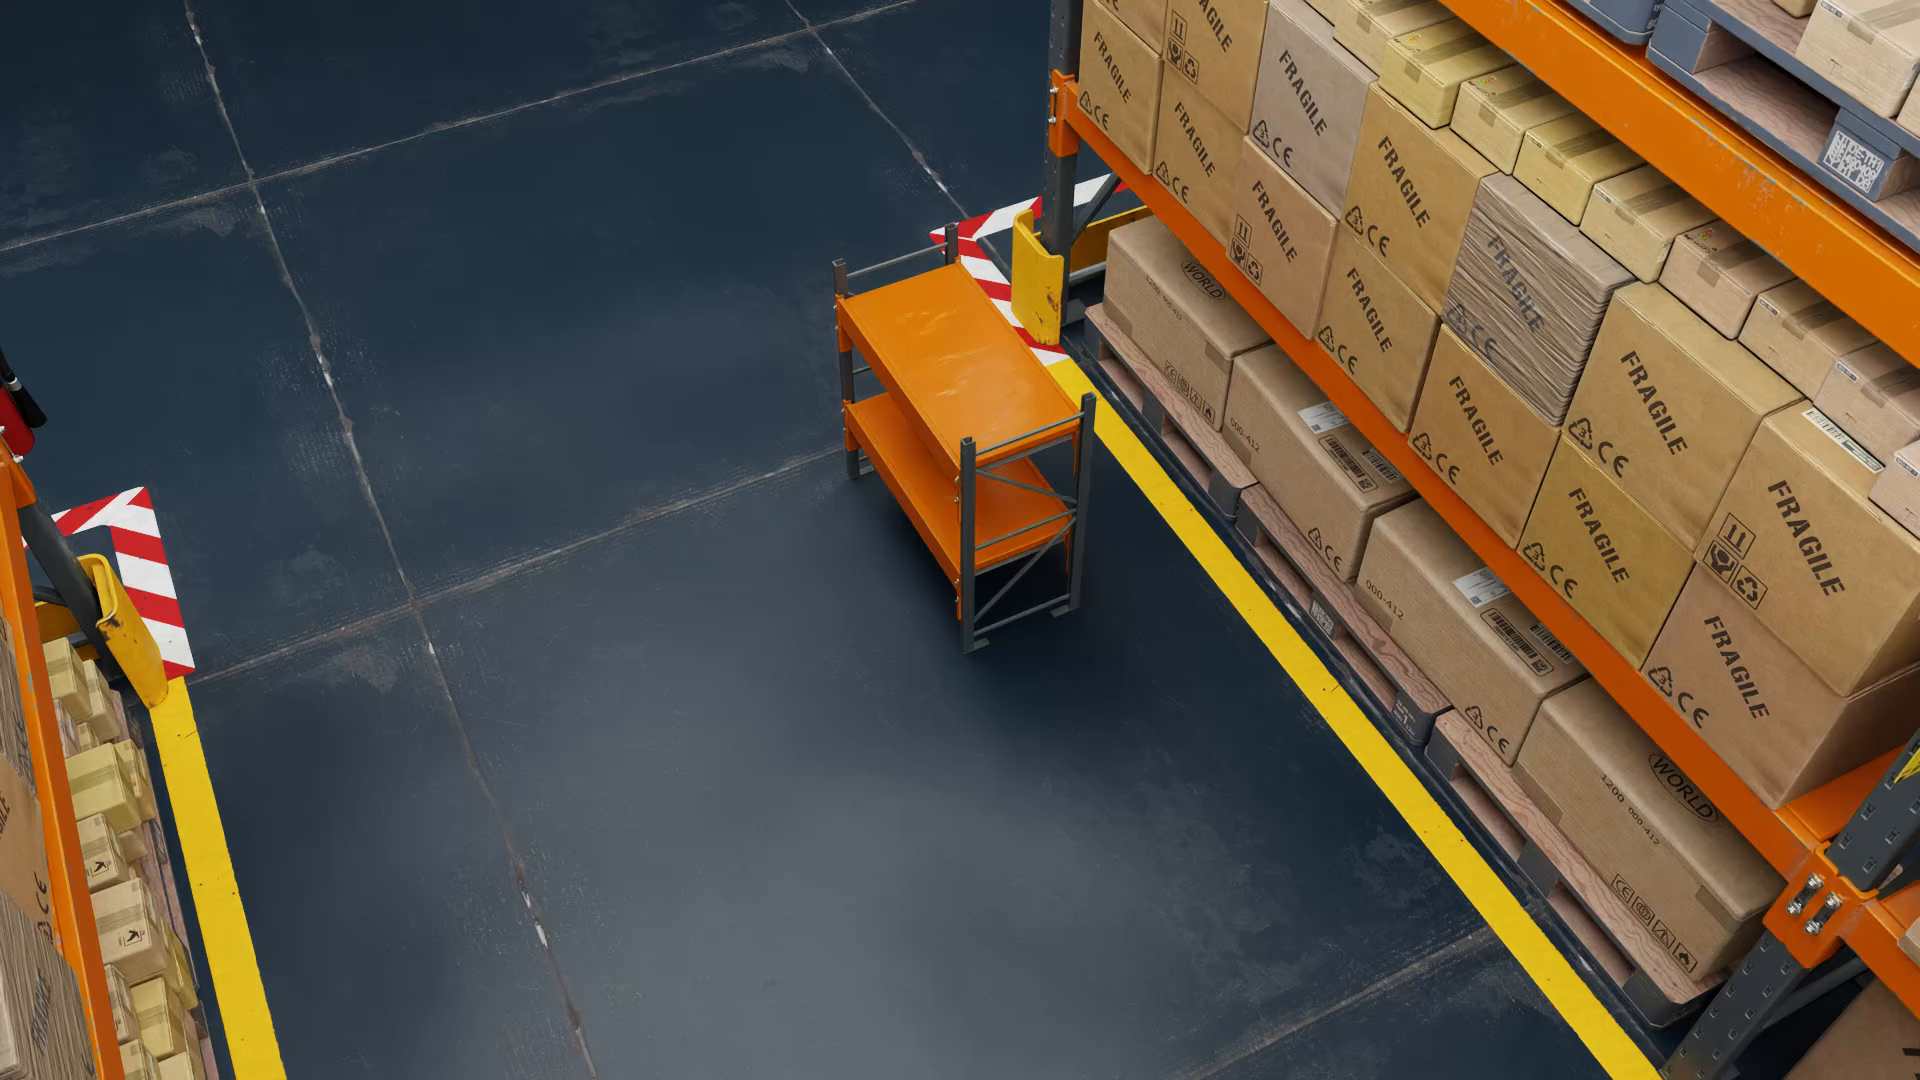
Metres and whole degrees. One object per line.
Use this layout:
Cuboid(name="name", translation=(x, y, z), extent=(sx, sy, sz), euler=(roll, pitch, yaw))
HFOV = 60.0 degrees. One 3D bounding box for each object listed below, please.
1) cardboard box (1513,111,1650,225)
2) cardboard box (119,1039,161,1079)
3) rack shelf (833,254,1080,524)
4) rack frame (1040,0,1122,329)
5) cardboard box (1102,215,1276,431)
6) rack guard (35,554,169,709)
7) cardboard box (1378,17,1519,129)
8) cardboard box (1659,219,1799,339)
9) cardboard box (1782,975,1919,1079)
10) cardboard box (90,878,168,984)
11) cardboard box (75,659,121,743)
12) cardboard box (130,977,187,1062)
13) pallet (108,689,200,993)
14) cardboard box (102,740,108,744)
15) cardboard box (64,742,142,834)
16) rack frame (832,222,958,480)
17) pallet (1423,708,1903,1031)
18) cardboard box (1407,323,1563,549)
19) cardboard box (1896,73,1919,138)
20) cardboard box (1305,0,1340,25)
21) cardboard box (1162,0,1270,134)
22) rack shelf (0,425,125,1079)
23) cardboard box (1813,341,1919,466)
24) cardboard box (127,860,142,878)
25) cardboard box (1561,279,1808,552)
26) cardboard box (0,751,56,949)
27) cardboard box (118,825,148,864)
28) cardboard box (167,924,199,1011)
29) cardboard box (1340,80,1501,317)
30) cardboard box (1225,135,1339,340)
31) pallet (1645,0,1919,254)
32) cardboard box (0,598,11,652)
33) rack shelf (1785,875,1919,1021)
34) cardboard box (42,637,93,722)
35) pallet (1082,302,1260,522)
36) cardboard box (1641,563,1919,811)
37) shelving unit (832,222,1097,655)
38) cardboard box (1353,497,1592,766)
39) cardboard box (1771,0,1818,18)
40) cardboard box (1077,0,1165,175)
Cuboid(name="cardboard box", translation=(1.695, -1.005, 4.368), extent=(0.380, 0.149, 0.250), euler=(-22, 52, -18))
Cuboid(name="cardboard box", translation=(-2.373, 1.564, 4.501), extent=(0.380, 0.149, 0.250), euler=(-21, 52, -17))
Cuboid(name="rack shelf", translation=(-0.003, -0.568, 6.003), extent=(0.538, 0.278, 1.000), euler=(-21, 52, -18))
Cuboid(name="rack frame", translation=(0.817, -2.133, 6.516), extent=(1.000, 3.000, 0.127), euler=(-21, 52, -18))
Cuboid(name="cardboard box", translation=(1.208, -1.021, 6.966), extent=(0.875, 0.438, 0.875), euler=(-23, 53, -19))
Cuboid(name="rack guard", translation=(-3.503, 0.513, 5.862), extent=(1.175, 0.500, 0.348), euler=(-21, 52, -18))
Cuboid(name="cardboard box", translation=(1.406, -1.323, 4.646), extent=(0.380, 0.149, 0.250), euler=(-22, 52, -18))
Cuboid(name="cardboard box", translation=(1.962, -0.675, 4.079), extent=(0.380, 0.149, 0.250), euler=(-22, 52, -18))
Cuboid(name="cardboard box", translation=(3.003, 1.493, 4.477), extent=(0.875, 0.875, 0.875), euler=(-20, 52, -16))
Cuboid(name="cardboard box", translation=(-2.540, 1.184, 4.834), extent=(0.380, 0.149, 0.250), euler=(-19, 52, -16))
Cuboid(name="cardboard box", translation=(-3.043, 0.597, 5.545), extent=(0.380, 0.149, 0.250), euler=(-22, 53, -18))
Cuboid(name="cardboard box", translation=(-2.454, 1.464, 4.787), extent=(0.380, 0.149, 0.250), euler=(-19, 51, -16))
Cuboid(name="pallet", translation=(-3.163, 1.164, 5.484), extent=(1.003, 0.211, 1.213), euler=(-21, 52, -18))
Cuboid(name="cardboard box", translation=(-3.111, 0.720, 5.635), extent=(0.380, 0.149, 0.250), euler=(-20, 52, -17))
Cuboid(name="cardboard box", translation=(-2.775, 0.829, 5.145), extent=(0.380, 0.149, 0.250), euler=(-22, 52, -18))
Cuboid(name="rack frame", translation=(-0.236, -0.715, 6.521), extent=(0.500, 1.125, 0.032), euler=(-21, 52, -18))
Cuboid(name="pallet", translation=(2.369, 0.926, 5.692), extent=(1.003, 0.211, 1.213), euler=(-21, 52, -18))
Cuboid(name="cardboard box", translation=(1.725, -0.385, 4.920), extent=(0.500, 0.500, 0.500), euler=(-22, 52, -18))
Cuboid(name="cardboard box", translation=(2.071, -0.888, 3.177), extent=(0.396, 0.266, 0.258), euler=(-20, 52, -16))
Cuboid(name="cardboard box", translation=(1.237, -1.684, 4.961), extent=(0.380, 0.149, 0.250), euler=(-21, 52, -17))
Cuboid(name="cardboard box", translation=(1.026, -1.732, 5.434), extent=(0.500, 0.500, 0.500), euler=(-22, 53, -18))
Cuboid(name="rack shelf", translation=(-2.623, 1.215, 4.065), extent=(1.077, 0.370, 4.000), euler=(-21, 52, -18))
Cuboid(name="cardboard box", translation=(2.200, -0.342, 3.787), extent=(0.380, 0.149, 0.250), euler=(-20, 52, -17))
Cuboid(name="cardboard box", translation=(-2.859, 1.064, 5.334), extent=(0.380, 0.149, 0.250), euler=(-21, 52, -18))
Cuboid(name="cardboard box", translation=(1.961, -0.381, 4.253), extent=(0.500, 0.500, 0.500), euler=(-22, 52, -18))
Cuboid(name="cardboard box", translation=(-2.413, 0.741, 3.738), extent=(0.500, 0.500, 0.500), euler=(-19, 51, -16))
Cuboid(name="cardboard box", translation=(-2.803, 0.944, 5.242), extent=(0.380, 0.149, 0.250), euler=(-23, 53, -19))
Cuboid(name="cardboard box", translation=(-2.562, 1.374, 5.063), extent=(0.380, 0.149, 0.250), euler=(-23, 53, -19))
Cuboid(name="cardboard box", translation=(1.498, -1.057, 4.844), extent=(0.500, 0.500, 0.500), euler=(-21, 52, -17))
Cuboid(name="cardboard box", translation=(1.255, -1.070, 5.520), extent=(0.500, 0.500, 0.500), euler=(-21, 52, -18))
Cuboid(name="pallet", translation=(2.283, -0.965, 3.560), extent=(1.003, 0.211, 1.213), euler=(-21, 52, -18))
Cuboid(name="cardboard box", translation=(-2.872, 0.067, 4.327), extent=(0.500, 0.500, 0.500), euler=(-22, 52, -18))
Cuboid(name="rack shelf", translation=(3.563, 2.119, 3.274), extent=(1.077, 0.370, 4.000), euler=(-21, 52, -18))
Cuboid(name="cardboard box", translation=(-3.070, 0.511, 5.423), extent=(0.380, 0.149, 0.250), euler=(-21, 52, -17))
Cuboid(name="pallet", translation=(1.253, -0.707, 7.121), extent=(1.003, 0.211, 1.213), euler=(-21, 52, -18))
Cuboid(name="cardboard box", translation=(2.208, 0.289, 4.331), extent=(0.500, 0.500, 0.500), euler=(-21, 52, -17))
Cuboid(name="shelving unit", translation=(-0.003, -0.375, 6.223), extent=(0.538, 1.125, 1.048), euler=(-21, 52, -18))
Cuboid(name="cardboard box", translation=(2.046, 0.193, 5.904), extent=(0.875, 0.438, 0.875), euler=(-23, 53, -19))
Cuboid(name="cardboard box", translation=(2.002, -1.540, 3.590), extent=(0.797, 0.503, 0.637), euler=(-17, 51, -15))
Cuboid(name="cardboard box", translation=(0.782, -1.746, 6.110), extent=(0.500, 0.500, 0.500), euler=(-22, 52, -18))
